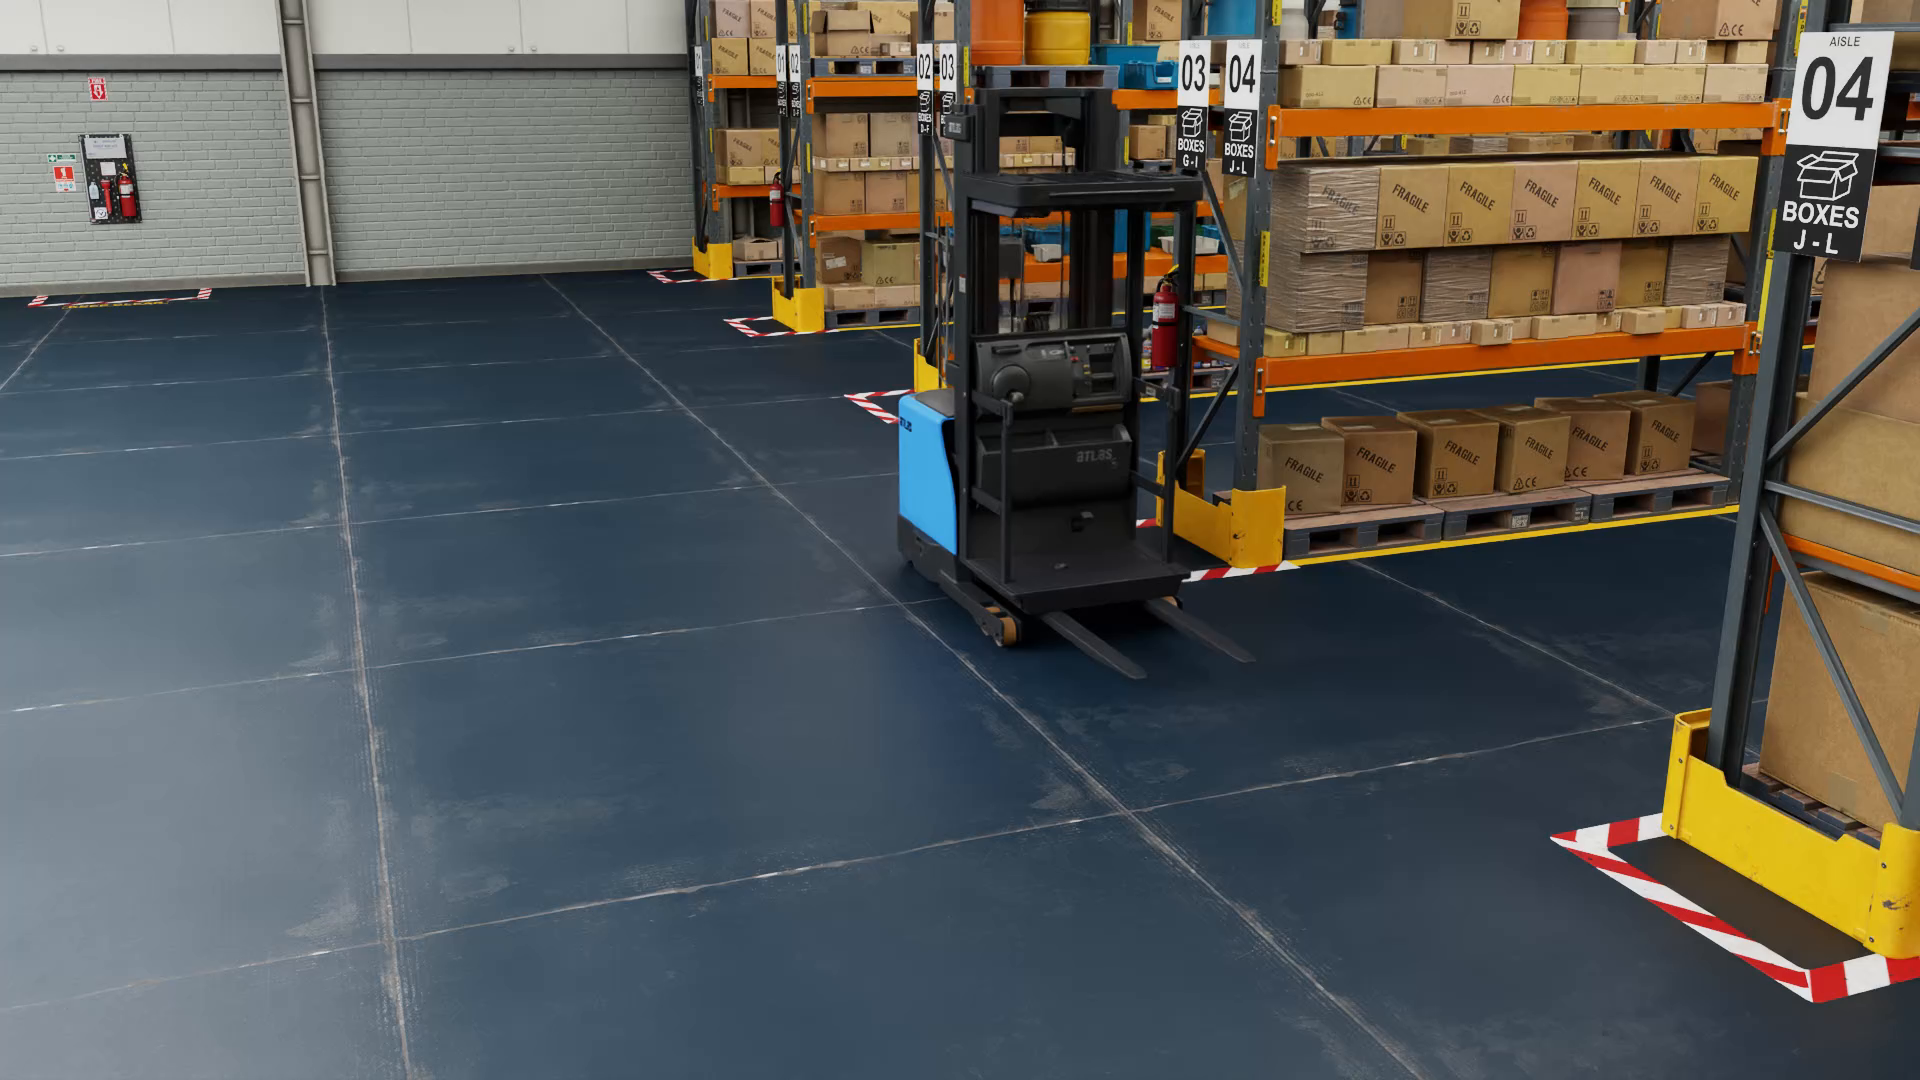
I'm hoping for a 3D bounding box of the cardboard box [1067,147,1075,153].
[{"bbox_3d":[1.413,-5.050,20.492,0.500,0.500,0.700,-6,17,-20],"label":"cardboard box"}]

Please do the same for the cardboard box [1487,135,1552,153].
[{"bbox_3d":[7.668,-5.288,22.858,0.500,0.500,0.700,-11,20,-34],"label":"cardboard box"}]

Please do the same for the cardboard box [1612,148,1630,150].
[{"bbox_3d":[9.670,-5.398,23.981,0.500,0.500,0.500,-6,17,-19],"label":"cardboard box"}]

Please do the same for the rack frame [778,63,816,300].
[{"bbox_3d":[-1.910,-4.023,19.473,0.127,3.000,1.000,-6,17,-20],"label":"rack frame"}]

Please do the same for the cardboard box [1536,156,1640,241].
[{"bbox_3d":[4.111,-2.271,11.028,0.500,0.500,0.500,-6,17,-20],"label":"cardboard box"}]

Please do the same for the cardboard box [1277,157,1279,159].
[{"bbox_3d":[3.999,-4.704,21.615,0.500,0.500,0.500,-7,18,-23],"label":"cardboard box"}]

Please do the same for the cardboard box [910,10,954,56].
[{"bbox_3d":[-0.262,-5.874,19.283,0.500,0.500,0.500,-6,17,-20],"label":"cardboard box"}]

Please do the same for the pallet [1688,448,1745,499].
[{"bbox_3d":[6.093,-0.560,12.631,1.213,0.211,1.003,-6,17,-20],"label":"pallet"}]

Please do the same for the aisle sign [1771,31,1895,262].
[{"bbox_3d":[3.138,-1.420,5.996,0.004,0.787,0.394,-6,17,-20],"label":"aisle sign"}]

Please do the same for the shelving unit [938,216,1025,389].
[{"bbox_3d":[0.133,-1.059,10.977,0.503,2.100,0.431,-3,17,-9],"label":"shelving unit"}]

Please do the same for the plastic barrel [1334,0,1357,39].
[{"bbox_3d":[3.991,-4.911,16.283,0.708,0.901,0.600,-6,17,-20],"label":"plastic barrel"}]

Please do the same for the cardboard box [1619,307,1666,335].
[{"bbox_3d":[4.585,-1.513,11.373,0.250,0.149,0.380,-6,17,-20],"label":"cardboard box"}]

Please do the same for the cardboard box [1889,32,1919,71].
[{"bbox_3d":[3.501,-1.792,6.075,0.250,0.149,0.380,-6,17,-20],"label":"cardboard box"}]

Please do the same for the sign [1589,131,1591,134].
[{"bbox_3d":[9.094,-5.790,23.955,0.005,0.325,0.100,-6,17,-20],"label":"sign"}]

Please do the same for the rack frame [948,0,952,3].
[{"bbox_3d":[0.049,-8.607,24.438,0.127,3.000,1.000,-6,17,-20],"label":"rack frame"}]

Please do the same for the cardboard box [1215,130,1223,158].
[{"bbox_3d":[4.329,-6.314,26.535,0.500,0.500,0.500,-6,17,-18],"label":"cardboard box"}]

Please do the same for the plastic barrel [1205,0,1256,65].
[{"bbox_3d":[2.626,-4.931,15.609,0.708,0.901,0.600,-6,17,-20],"label":"plastic barrel"}]

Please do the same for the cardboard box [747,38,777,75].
[{"bbox_3d":[-2.770,-6.835,23.514,0.500,0.500,0.500,-5,17,-16],"label":"cardboard box"}]

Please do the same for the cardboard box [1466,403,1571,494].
[{"bbox_3d":[3.895,-0.649,11.674,0.500,0.500,0.500,-8,18,-25],"label":"cardboard box"}]

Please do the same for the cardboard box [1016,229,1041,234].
[{"bbox_3d":[0.816,-3.651,21.012,0.500,0.500,0.500,-6,17,-20],"label":"cardboard box"}]

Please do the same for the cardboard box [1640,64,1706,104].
[{"bbox_3d":[4.543,-3.022,11.008,0.500,0.250,0.500,-6,17,-19],"label":"cardboard box"}]

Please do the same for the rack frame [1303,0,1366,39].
[{"bbox_3d":[3.594,-6.001,15.562,0.127,3.000,1.000,-6,17,-20],"label":"rack frame"}]

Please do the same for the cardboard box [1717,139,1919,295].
[{"bbox_3d":[6.158,-2.352,11.973,1.000,1.000,1.000,-6,17,-20],"label":"cardboard box"}]

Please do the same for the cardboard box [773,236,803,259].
[{"bbox_3d":[-2.475,-4.350,24.580,0.500,0.311,0.500,-5,17,-15],"label":"cardboard box"}]

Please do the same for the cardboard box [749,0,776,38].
[{"bbox_3d":[-2.753,-7.314,23.371,0.500,0.500,0.500,-6,18,-21],"label":"cardboard box"}]

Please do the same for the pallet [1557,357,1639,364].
[{"bbox_3d":[6.592,-2.120,17.942,1.213,0.211,1.003,-6,17,-20],"label":"pallet"}]

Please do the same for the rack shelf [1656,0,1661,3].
[{"bbox_3d":[7.428,-7.372,22.219,4.000,0.370,1.077,-6,17,-20],"label":"rack shelf"}]

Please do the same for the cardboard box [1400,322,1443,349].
[{"bbox_3d":[2.924,-1.357,10.841,0.250,0.149,0.380,-6,17,-20],"label":"cardboard box"}]

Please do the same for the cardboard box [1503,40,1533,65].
[{"bbox_3d":[3.414,-3.101,10.569,0.250,0.149,0.380,-6,18,-21],"label":"cardboard box"}]

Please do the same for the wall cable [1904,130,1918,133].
[{"bbox_3d":[16.664,-8.804,30.617,0.112,2.526,3.097,-6,17,-20],"label":"wall cable"}]

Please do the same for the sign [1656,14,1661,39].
[{"bbox_3d":[9.497,-6.963,22.546,0.005,0.325,0.100,-6,17,-20],"label":"sign"}]

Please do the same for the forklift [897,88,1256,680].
[{"bbox_3d":[0.610,-0.954,9.143,1.130,2.935,3.031,-6,17,-20],"label":"forklift"}]

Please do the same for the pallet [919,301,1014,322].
[{"bbox_3d":[-0.074,-2.895,20.581,1.213,0.211,1.003,-6,17,-20],"label":"pallet"}]

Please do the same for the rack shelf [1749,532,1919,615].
[{"bbox_3d":[5.179,0.043,6.906,4.000,0.370,1.077,-6,17,-20],"label":"rack shelf"}]

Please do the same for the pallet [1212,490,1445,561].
[{"bbox_3d":[2.473,-0.158,11.263,1.213,0.211,1.003,-6,17,-20],"label":"pallet"}]

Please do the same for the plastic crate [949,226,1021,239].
[{"bbox_3d":[0.219,-2.777,15.495,0.616,0.251,0.499,-6,17,-20],"label":"plastic crate"}]

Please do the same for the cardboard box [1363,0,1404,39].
[{"bbox_3d":[2.988,-3.509,10.806,0.500,0.500,0.500,-6,17,-20],"label":"cardboard box"}]

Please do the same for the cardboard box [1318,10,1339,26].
[{"bbox_3d":[6.141,-8.480,27.038,0.500,0.250,0.500,-7,18,-22],"label":"cardboard box"}]

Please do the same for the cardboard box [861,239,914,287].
[{"bbox_3d":[-0.864,-3.311,19.854,0.500,0.500,0.500,-6,17,-20],"label":"cardboard box"}]

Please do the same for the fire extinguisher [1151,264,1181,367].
[{"bbox_3d":[1.359,-1.489,10.981,0.183,0.674,0.296,-6,17,-20],"label":"fire extinguisher"}]

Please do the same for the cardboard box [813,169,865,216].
[{"bbox_3d":[-1.470,-4.114,19.608,0.500,0.500,0.700,-6,17,-20],"label":"cardboard box"}]

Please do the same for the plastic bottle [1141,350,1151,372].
[{"bbox_3d":[1.760,-1.699,15.745,0.097,0.201,0.097,0,16,0],"label":"plastic bottle"}]

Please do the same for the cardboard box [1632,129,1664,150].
[{"bbox_3d":[9.836,-5.734,23.348,0.500,0.500,0.500,-6,17,-19],"label":"cardboard box"}]

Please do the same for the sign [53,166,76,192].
[{"bbox_3d":[-11.819,-4.768,21.949,0.234,0.329,0.001,-6,17,-20],"label":"sign"}]

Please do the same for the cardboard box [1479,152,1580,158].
[{"bbox_3d":[3.922,-2.410,11.502,0.500,0.500,0.500,-6,17,-20],"label":"cardboard box"}]

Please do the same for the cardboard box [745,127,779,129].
[{"bbox_3d":[-2.848,-5.775,24.339,0.500,0.500,0.500,-6,17,-19],"label":"cardboard box"}]

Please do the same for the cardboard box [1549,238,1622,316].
[{"bbox_3d":[4.014,-1.863,11.412,0.500,0.500,0.875,-6,17,-20],"label":"cardboard box"}]

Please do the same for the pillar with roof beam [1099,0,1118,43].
[{"bbox_3d":[3.801,-7.975,22.283,0.400,9.000,9.100,-6,17,-20],"label":"pillar with roof beam"}]

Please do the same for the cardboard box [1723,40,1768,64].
[{"bbox_3d":[5.166,-3.269,11.141,0.250,0.149,0.380,-6,17,-18],"label":"cardboard box"}]
